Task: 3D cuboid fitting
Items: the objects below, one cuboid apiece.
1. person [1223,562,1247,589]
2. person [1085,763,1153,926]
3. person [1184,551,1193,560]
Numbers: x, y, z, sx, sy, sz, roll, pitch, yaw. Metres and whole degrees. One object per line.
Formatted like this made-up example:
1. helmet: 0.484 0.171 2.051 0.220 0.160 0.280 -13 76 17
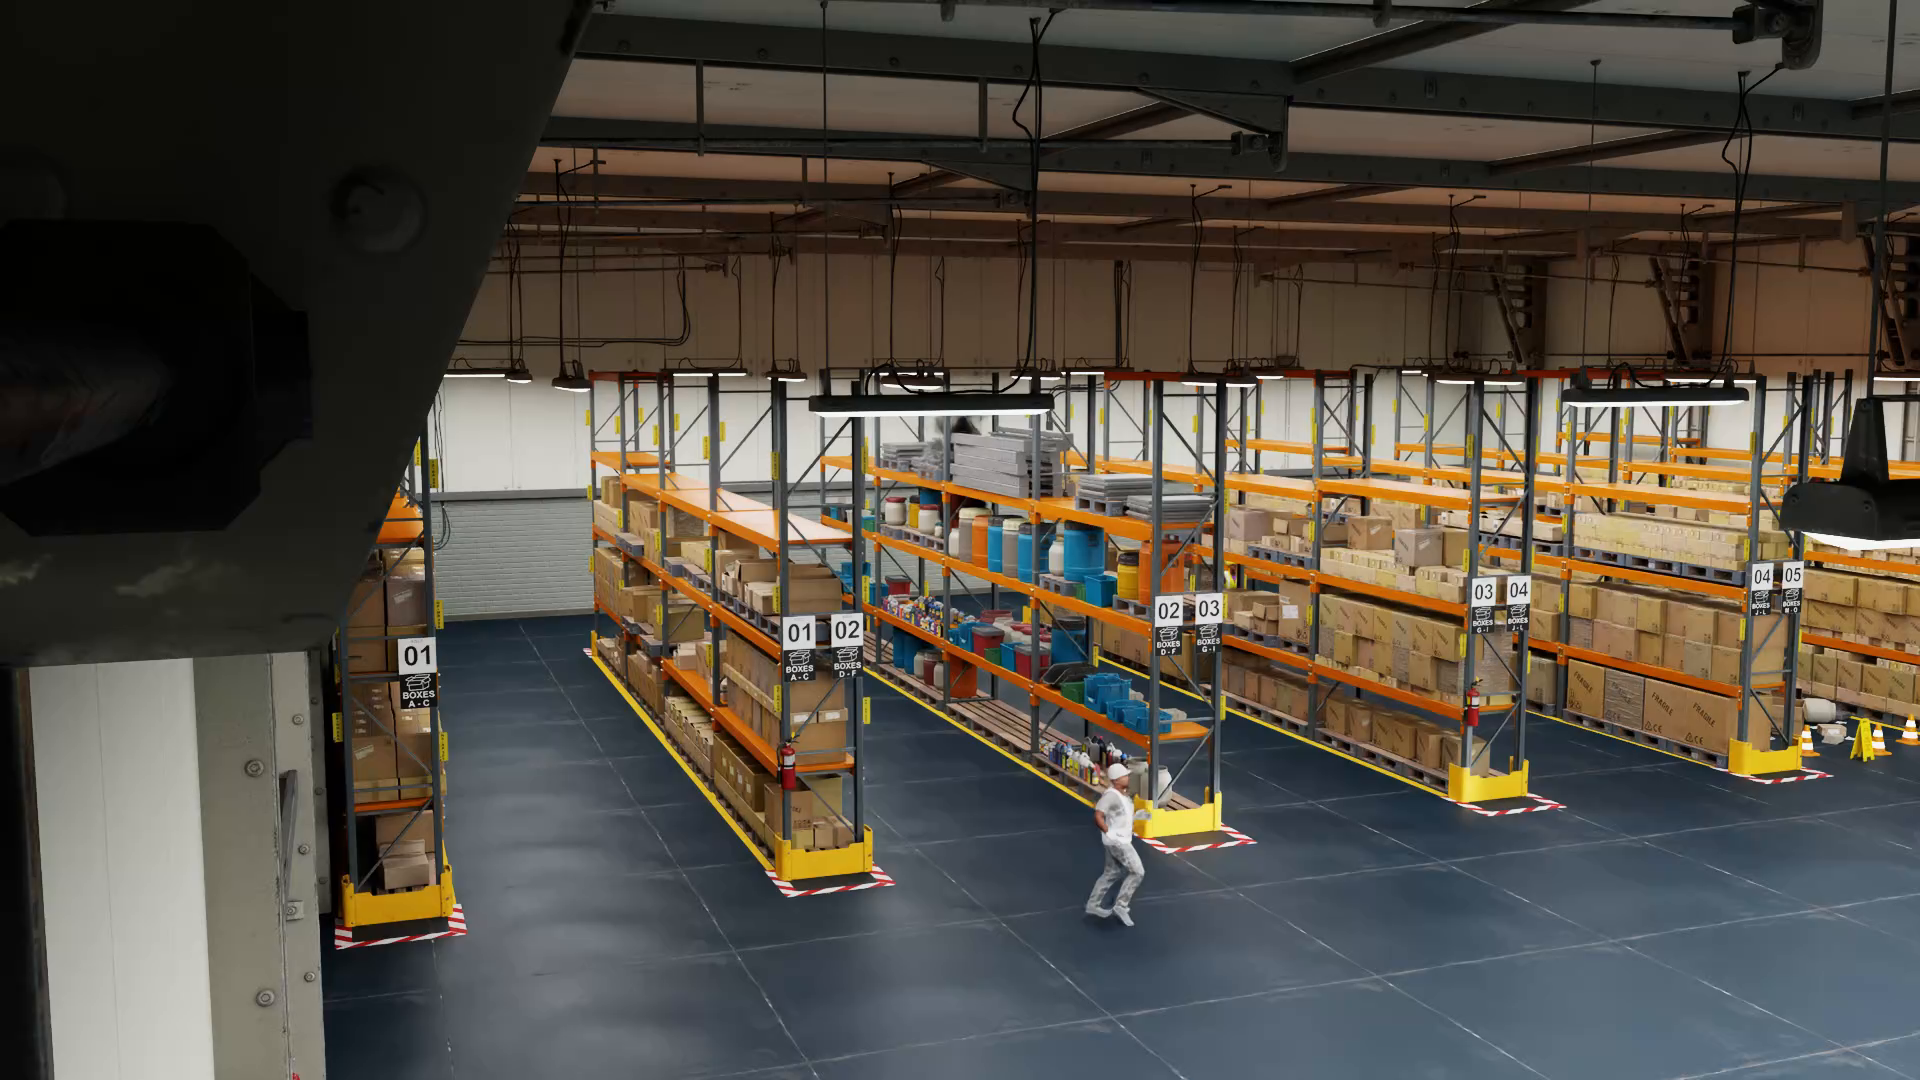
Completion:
1. person: 6.045 1.324 36.937 0.686 1.811 0.899 -2 7 -18
2. person: 1.778 3.391 18.542 0.746 1.822 0.654 0 6 4
3. person: 5.540 1.006 40.561 0.726 1.763 0.780 5 8 38
